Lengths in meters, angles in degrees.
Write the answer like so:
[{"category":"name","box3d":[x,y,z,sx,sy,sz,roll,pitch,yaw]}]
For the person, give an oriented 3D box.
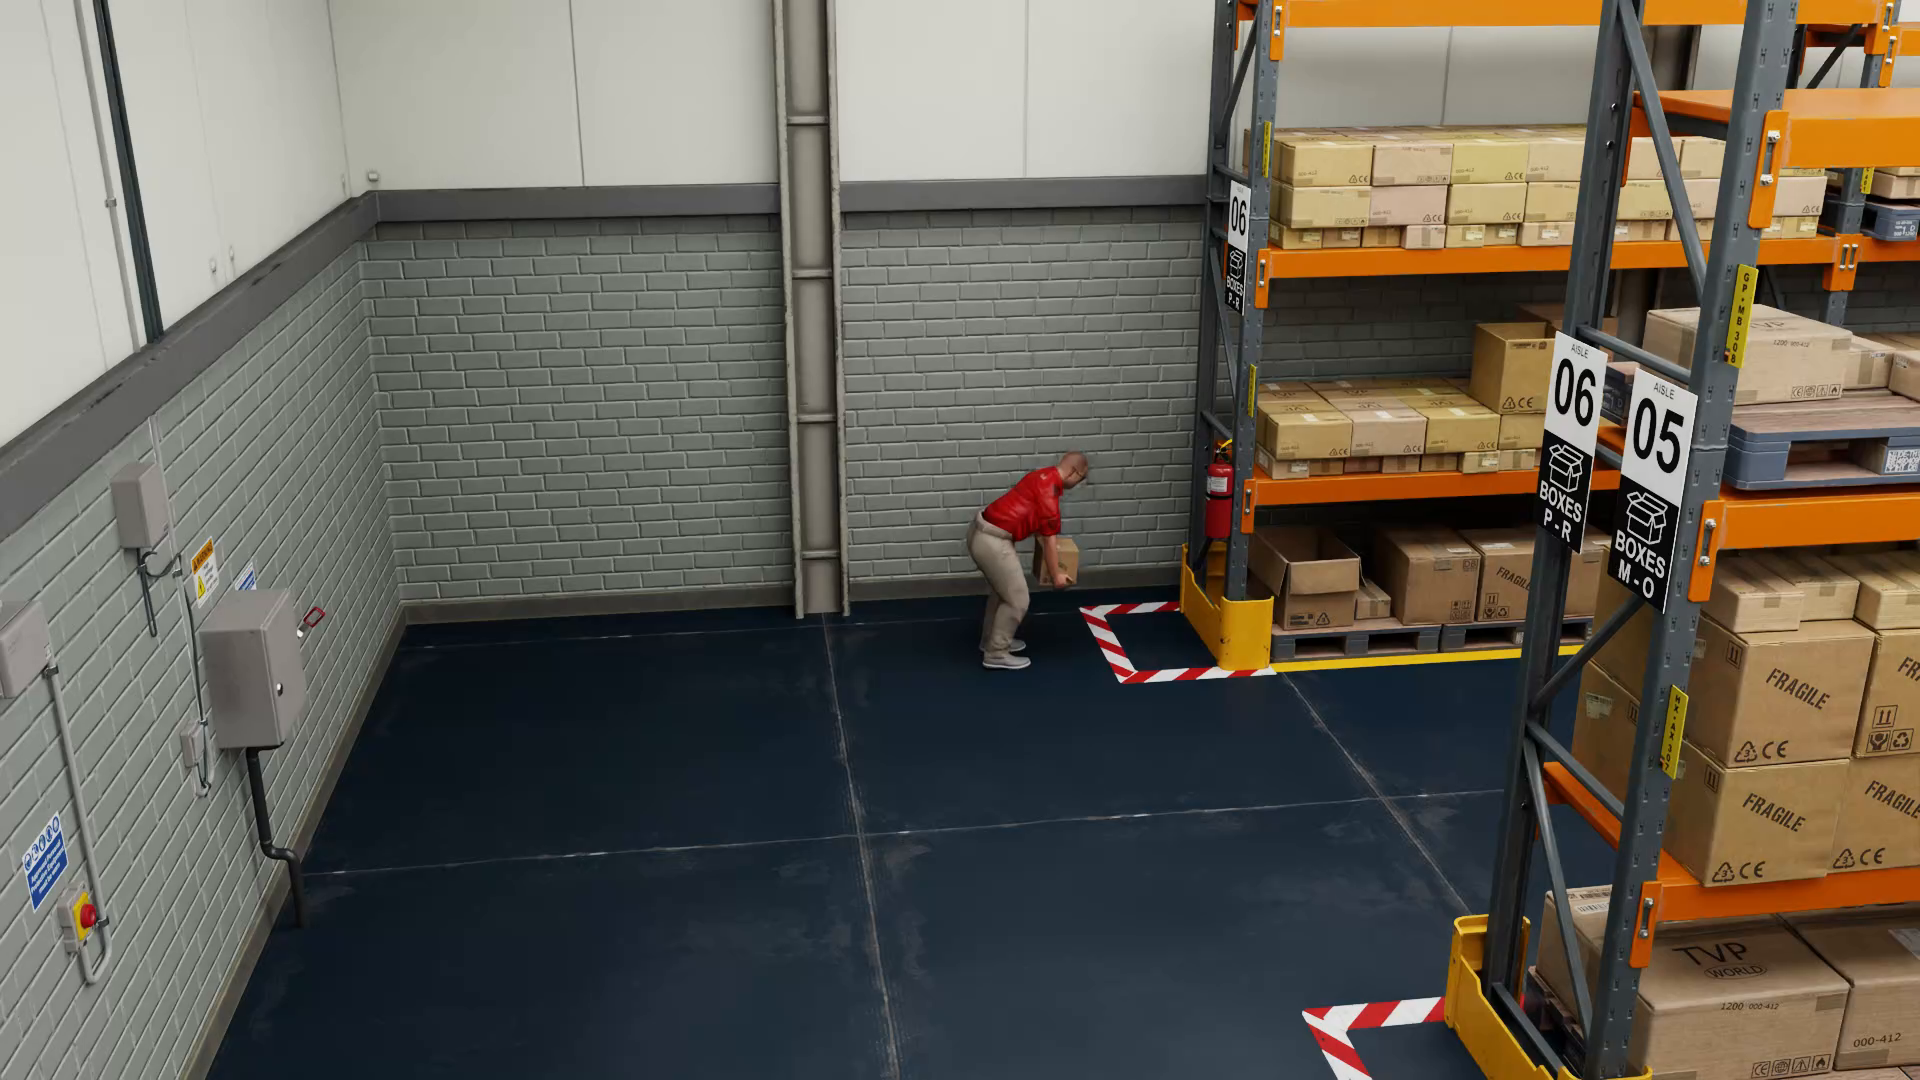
[{"category":"person","box3d":[0.454,0.124,11.179,0.816,1.446,0.488,-3,20,-9]}]
